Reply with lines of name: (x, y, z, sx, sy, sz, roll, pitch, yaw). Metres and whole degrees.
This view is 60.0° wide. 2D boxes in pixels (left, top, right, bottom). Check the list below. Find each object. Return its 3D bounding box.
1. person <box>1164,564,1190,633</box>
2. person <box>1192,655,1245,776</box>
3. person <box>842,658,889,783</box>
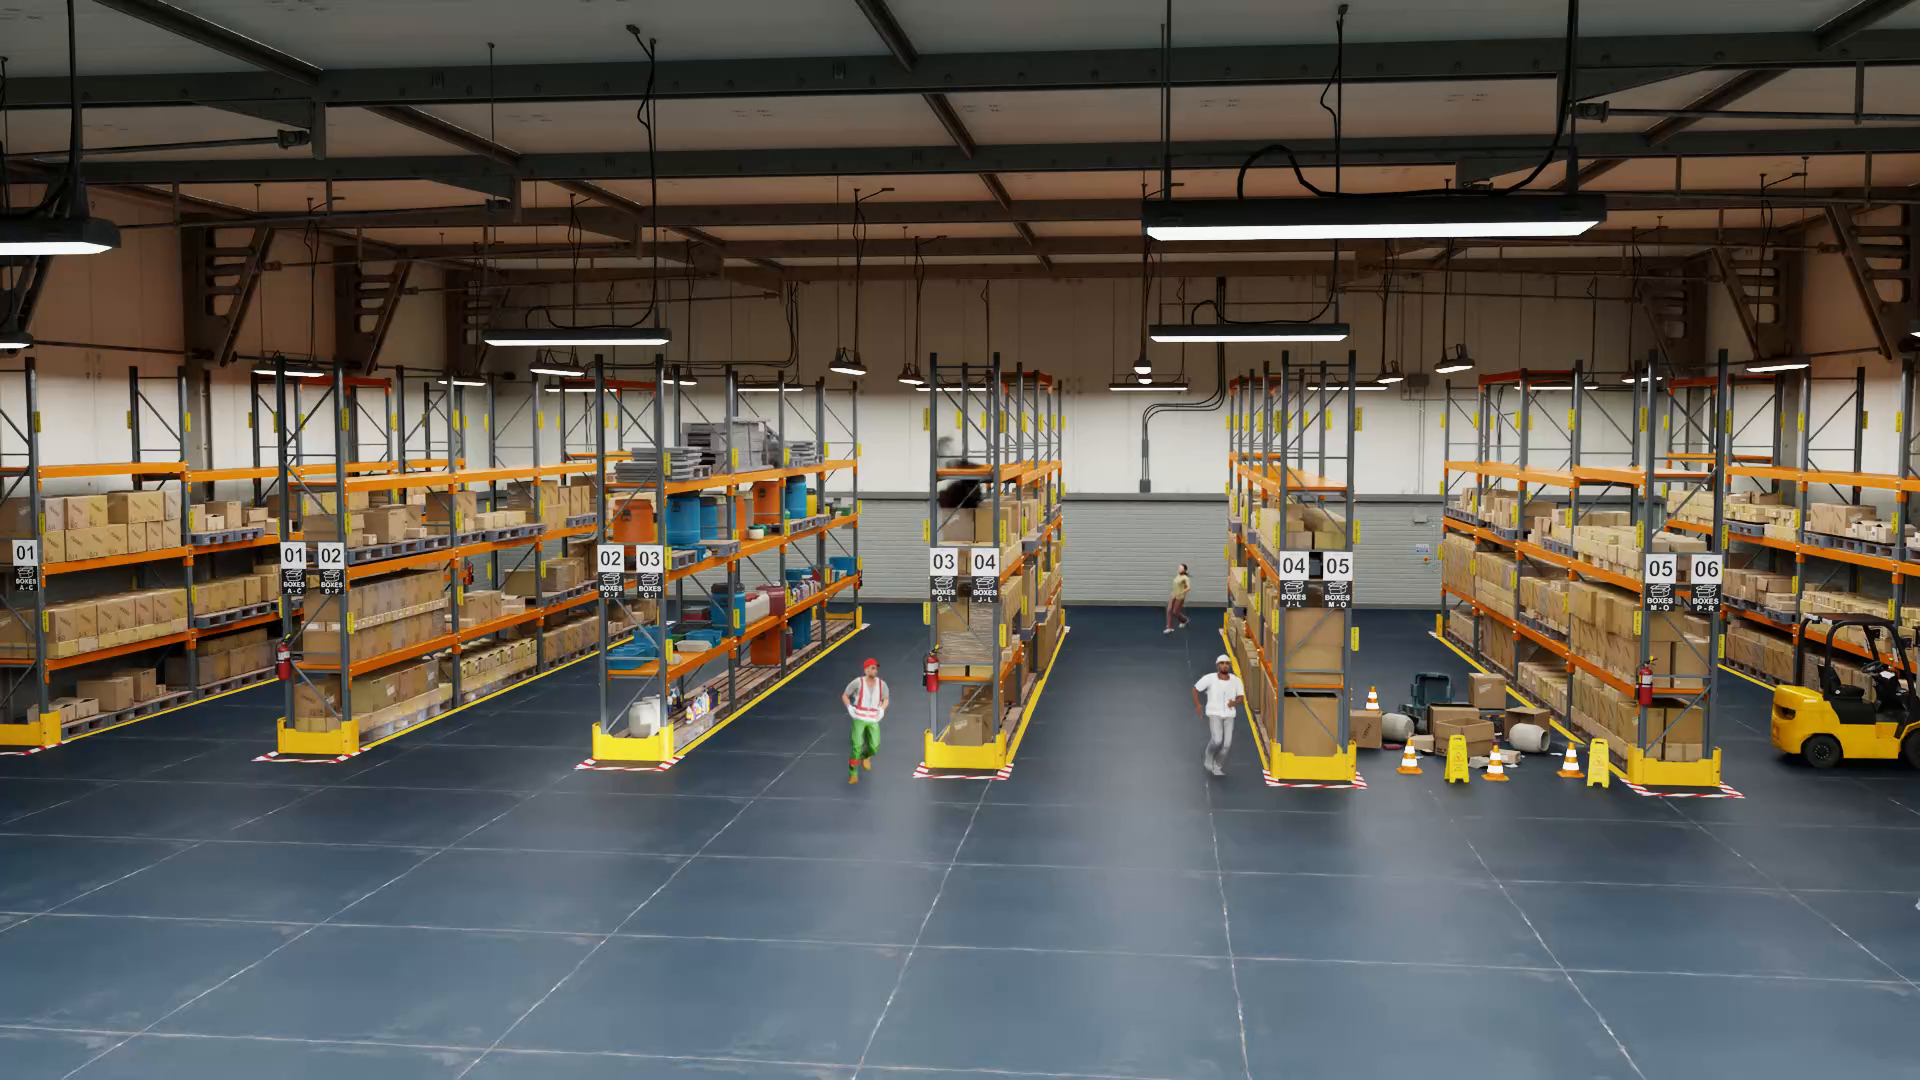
person: (5.223, 1.391, 39.640, 0.740, 1.651, 0.623, -3, 5, -33)
person: (3.698, 2.483, 23.536, 0.696, 1.715, 0.607, -1, 4, -10)
person: (-1.313, 2.509, 23.348, 0.671, 1.708, 0.605, -1, 4, -15)
